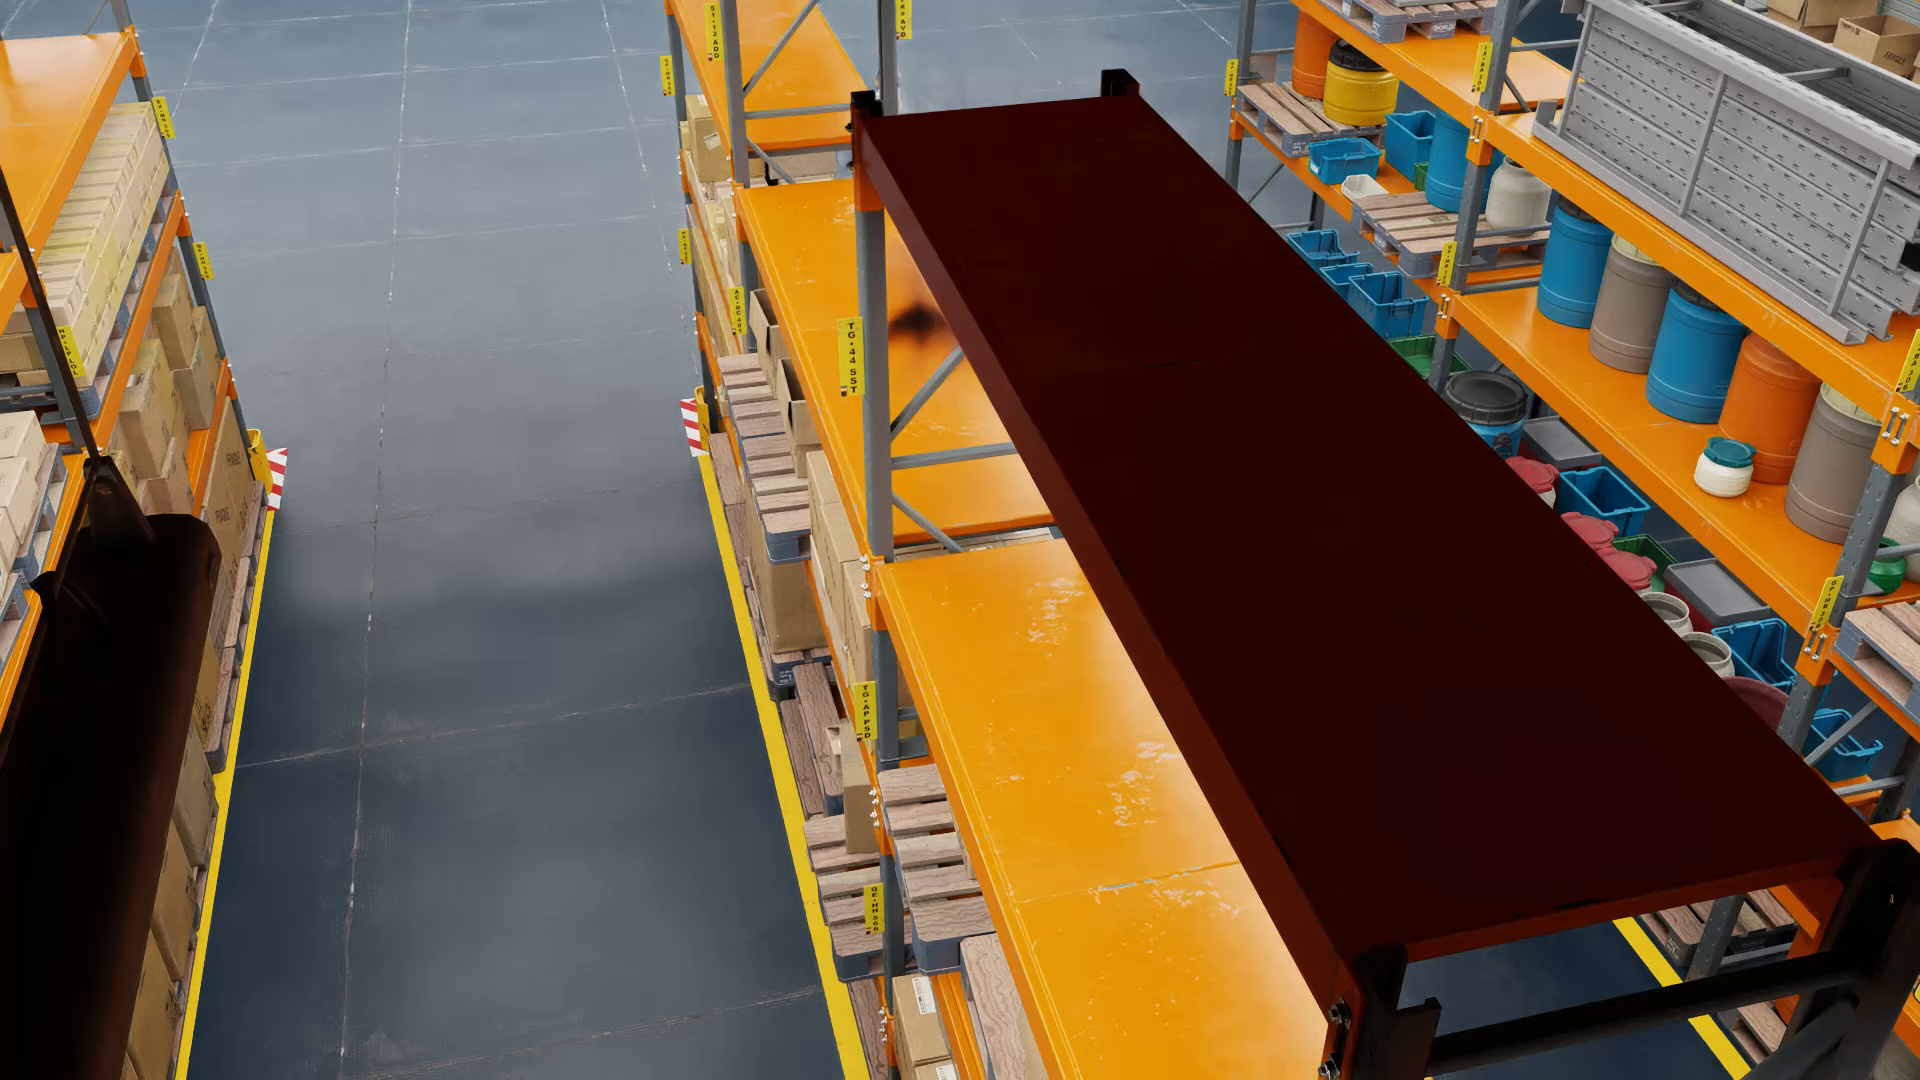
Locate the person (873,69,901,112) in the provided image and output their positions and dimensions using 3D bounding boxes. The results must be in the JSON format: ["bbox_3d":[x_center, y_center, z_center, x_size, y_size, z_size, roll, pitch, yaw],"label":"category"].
[{"bbox_3d":[-0.844,-4.755,19.570,0.548,1.673,0.628,7,35,10],"label":"person"}]
